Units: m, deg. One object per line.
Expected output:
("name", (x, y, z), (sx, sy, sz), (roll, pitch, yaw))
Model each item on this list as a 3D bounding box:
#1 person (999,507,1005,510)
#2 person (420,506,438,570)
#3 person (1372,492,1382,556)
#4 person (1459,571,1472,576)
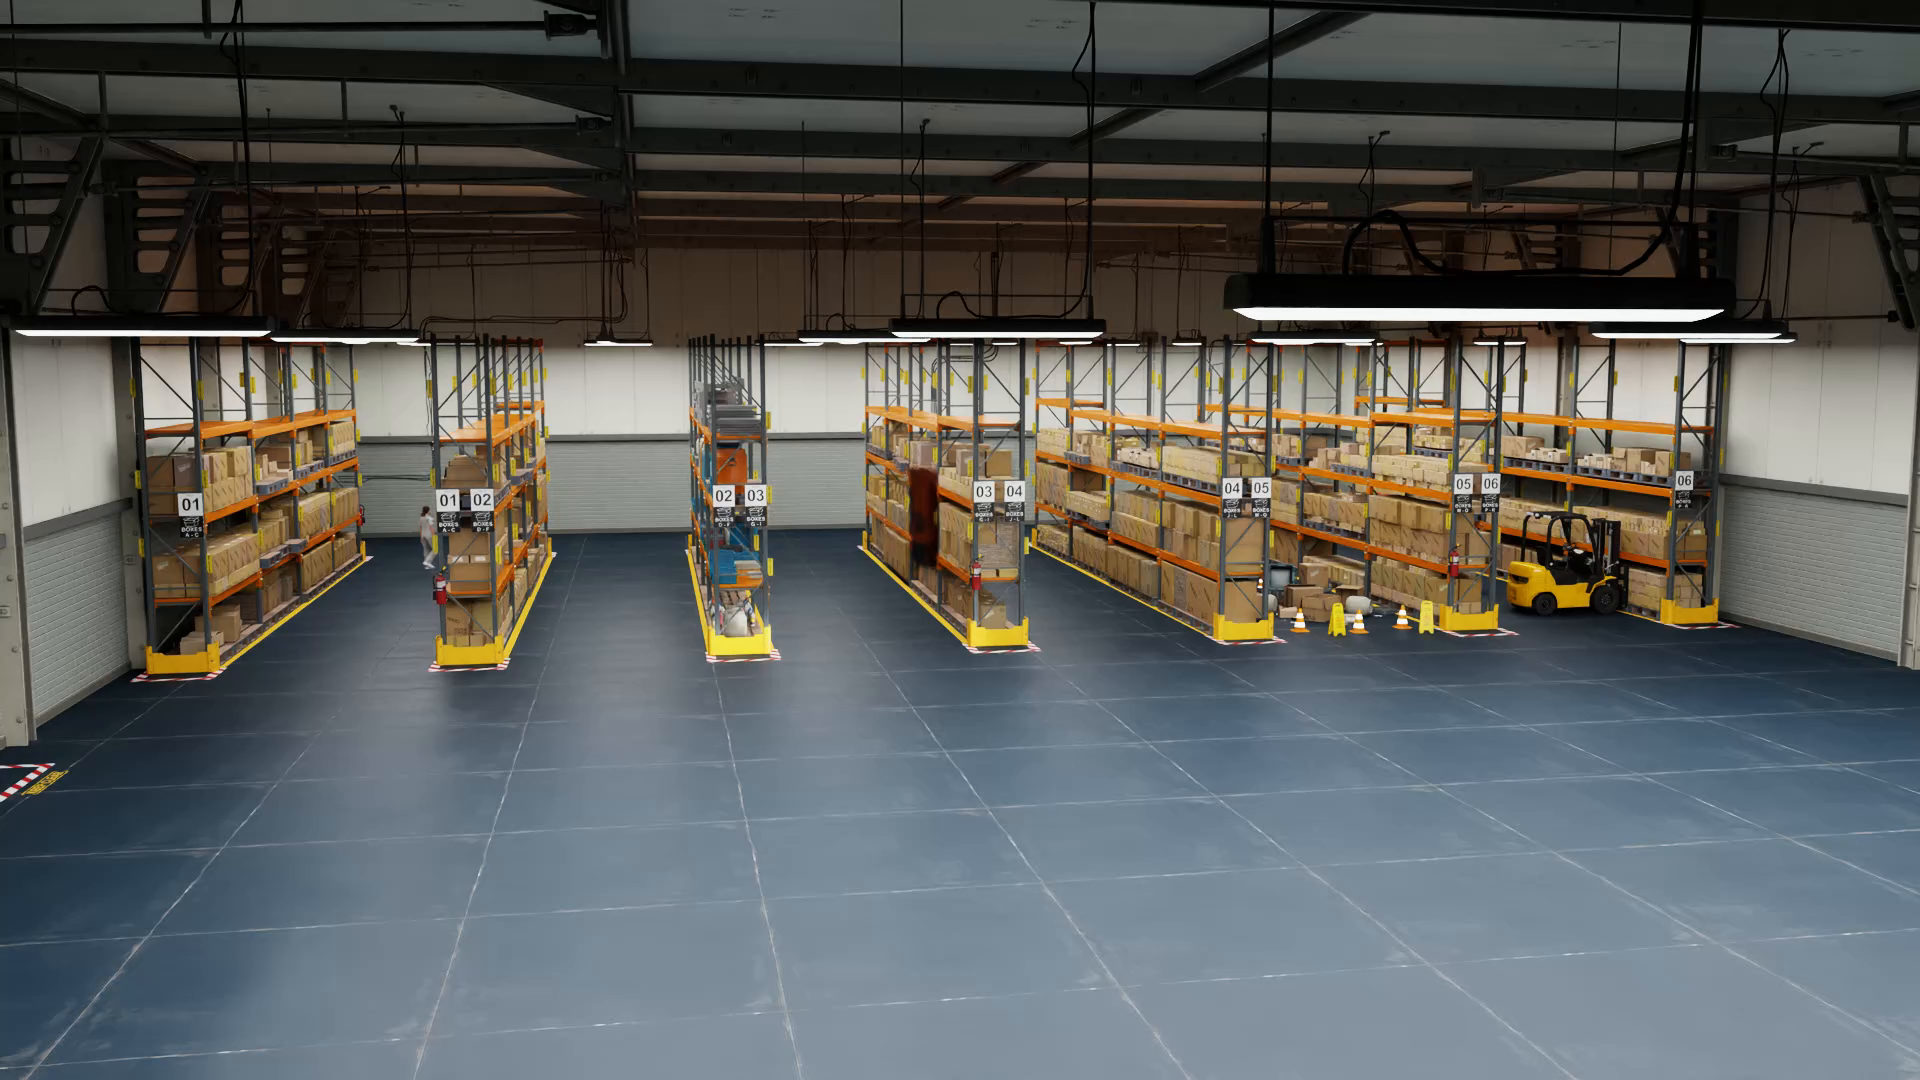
("person", (1.287, -0.506, 47.359), (0.502, 1.588, 1.022), (-1, 7, -13))
("person", (-13.874, -0.057, 43.258), (0.483, 1.672, 0.480), (4, 8, 29))
("person", (11.573, -0.435, 45.982), (0.429, 1.782, 0.586), (6, 9, 42))
("person", (12.127, 0.295, 39.991), (0.531, 1.743, 0.529), (-3, 7, -27))
